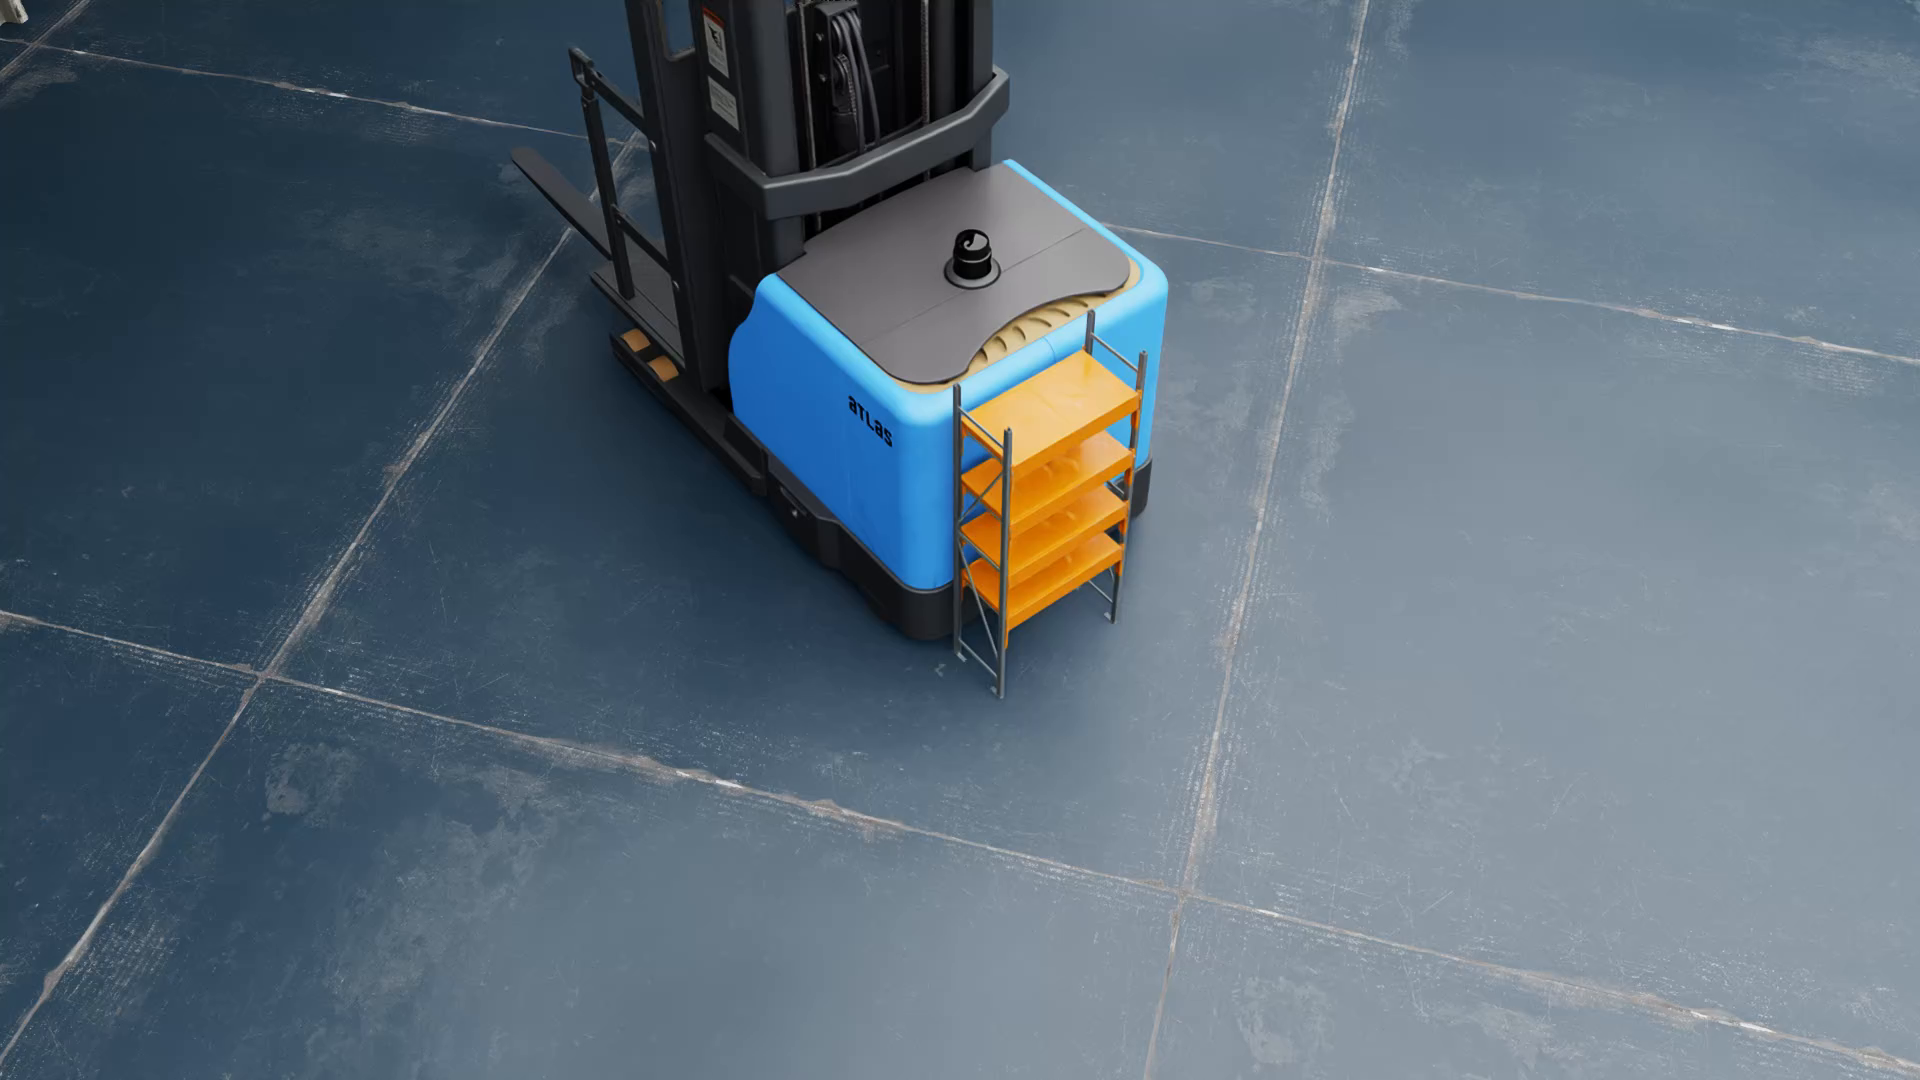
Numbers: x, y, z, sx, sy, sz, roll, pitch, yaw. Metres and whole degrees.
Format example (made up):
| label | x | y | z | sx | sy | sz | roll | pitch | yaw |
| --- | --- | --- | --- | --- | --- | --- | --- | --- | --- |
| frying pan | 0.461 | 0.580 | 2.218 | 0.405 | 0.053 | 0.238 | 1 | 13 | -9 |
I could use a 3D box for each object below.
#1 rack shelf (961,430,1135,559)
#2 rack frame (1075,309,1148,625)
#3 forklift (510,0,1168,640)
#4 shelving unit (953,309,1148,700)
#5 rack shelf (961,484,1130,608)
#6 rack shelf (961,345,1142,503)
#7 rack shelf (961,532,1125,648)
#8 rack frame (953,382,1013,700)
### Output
| label | x | y | z | sx | sy | sz | roll | pitch | yaw |
| --- | --- | --- | --- | --- | --- | --- | --- | --- | --- |
| rack shelf | 0.251 | -0.178 | 4.898 | 0.480 | 0.148 | 0.258 | -31 | 55 | -24 |
| rack frame | 0.442 | -0.189 | 5.116 | 0.015 | 1.200 | 0.240 | -31 | 55 | -24 |
| forklift | -0.659 | -1.699 | 5.294 | 1.130 | 2.935 | 3.031 | -31 | 55 | -24 |
| shelving unit | 0.251 | -0.075 | 5.016 | 0.503 | 1.200 | 0.258 | -31 | 55 | -24 |
| rack shelf | 0.251 | -0.031 | 5.066 | 0.480 | 0.148 | 0.258 | -31 | 55 | -24 |
| rack shelf | 0.251 | -0.335 | 4.721 | 0.480 | 0.148 | 0.258 | -31 | 55 | -24 |
| rack shelf | 0.250 | 0.101 | 5.215 | 0.480 | 0.148 | 0.258 | -31 | 55 | -24 |
| rack frame | 0.060 | 0.039 | 4.915 | 0.015 | 1.200 | 0.240 | -31 | 55 | -24 |
